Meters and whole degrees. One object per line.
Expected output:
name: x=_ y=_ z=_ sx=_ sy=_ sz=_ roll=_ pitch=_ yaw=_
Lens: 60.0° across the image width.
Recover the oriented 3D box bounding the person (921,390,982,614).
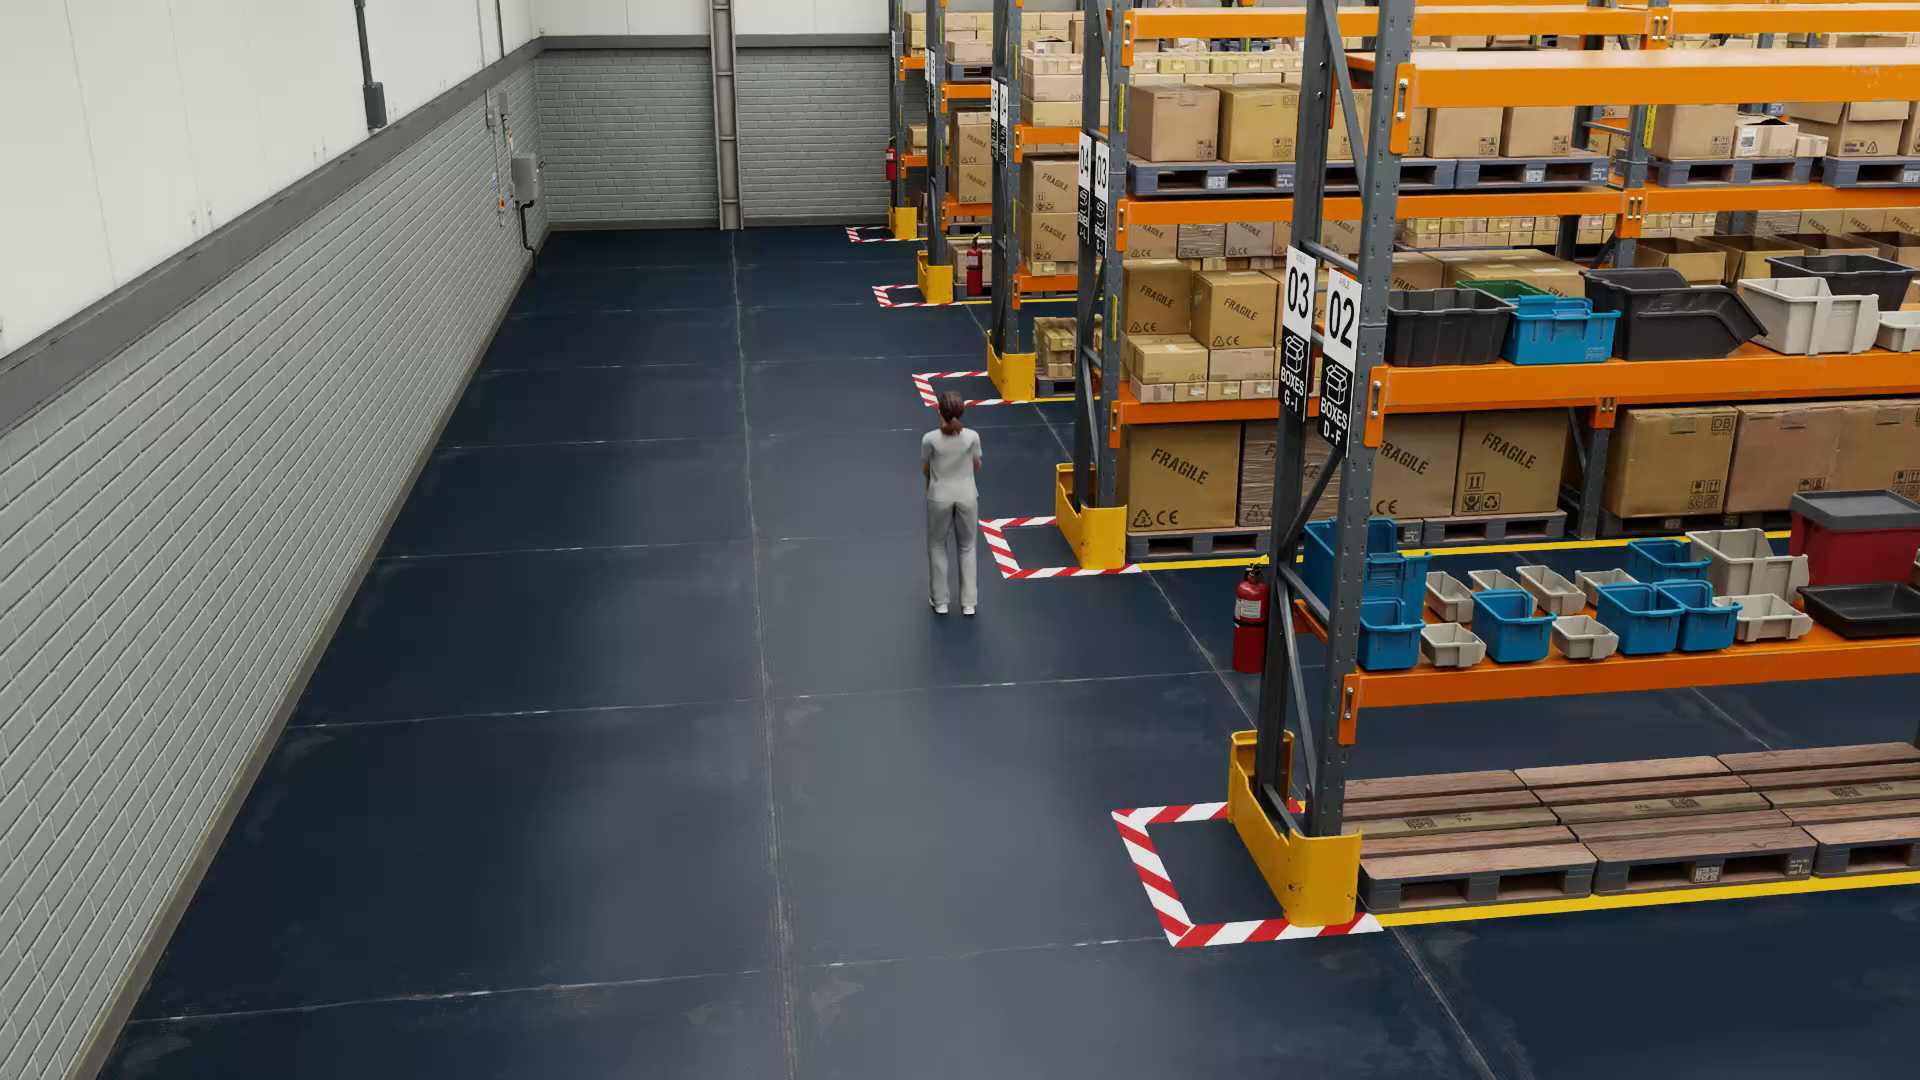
person: x=-0.066 y=-0.287 z=11.879 sx=0.436 sy=1.664 sz=0.551 roll=-2 pitch=20 yaw=-7
